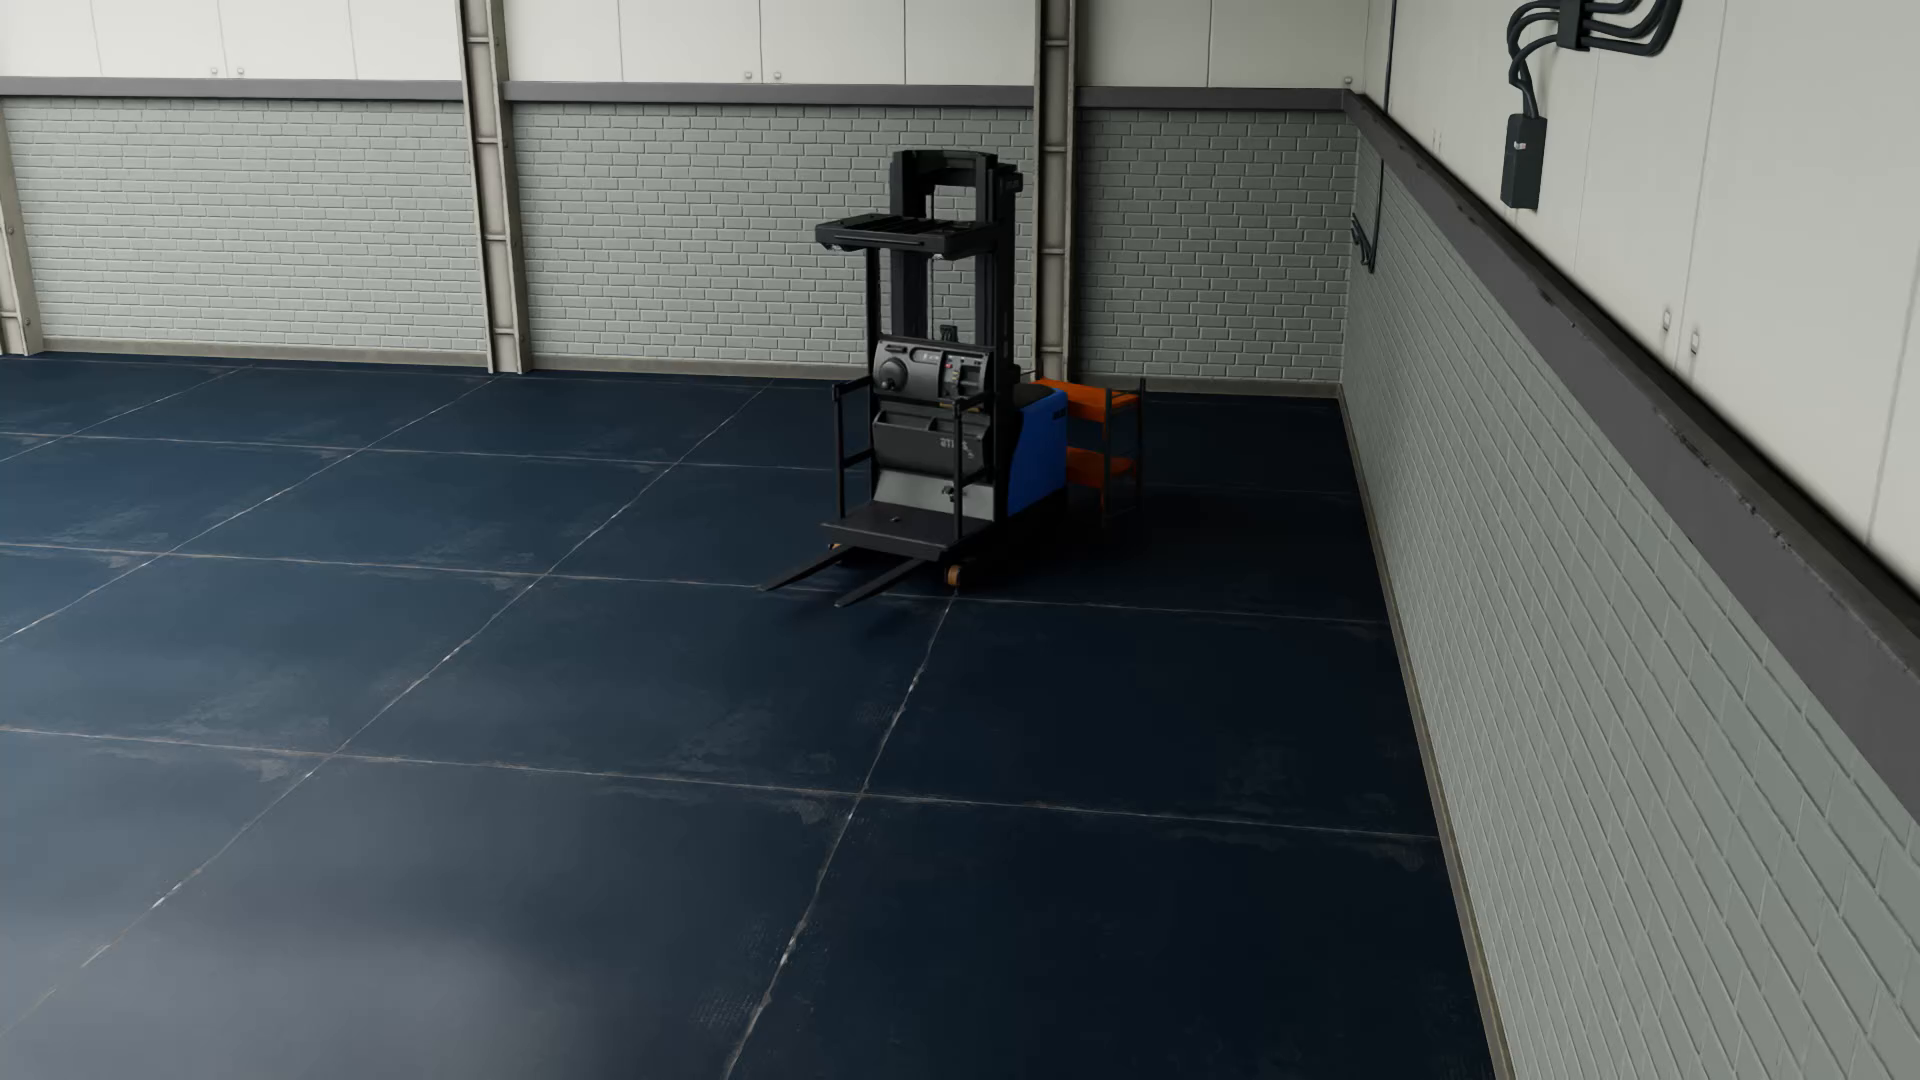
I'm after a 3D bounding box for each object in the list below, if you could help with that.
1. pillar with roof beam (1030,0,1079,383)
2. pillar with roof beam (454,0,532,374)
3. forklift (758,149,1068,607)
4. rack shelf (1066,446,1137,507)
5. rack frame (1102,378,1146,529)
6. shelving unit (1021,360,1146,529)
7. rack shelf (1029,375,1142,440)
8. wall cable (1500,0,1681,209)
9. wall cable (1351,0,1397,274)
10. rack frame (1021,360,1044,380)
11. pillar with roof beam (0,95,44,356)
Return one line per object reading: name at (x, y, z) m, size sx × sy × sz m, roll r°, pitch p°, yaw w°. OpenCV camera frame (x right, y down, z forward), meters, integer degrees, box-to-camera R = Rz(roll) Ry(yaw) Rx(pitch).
pillar with roof beam at (0.269, -4.494, 12.053) m, size 0.400 × 9.000 × 9.100 m, roll 3°, pitch 19°, yaw 9°
pillar with roof beam at (-5.655, -4.796, 12.956) m, size 0.400 × 9.000 × 9.100 m, roll 3°, pitch 19°, yaw 9°
forklift at (-0.313, -1.215, 11.815) m, size 1.130 × 2.935 × 3.031 m, roll 10°, pitch 21°, yaw 28°
rack shelf at (0.902, -0.555, 13.460) m, size 1.000 × 0.278 × 0.538 m, roll 15°, pitch 24°, yaw 38°
rack frame at (1.288, -0.682, 13.068) m, size 0.032 × 1.125 × 0.500 m, roll 15°, pitch 24°, yaw 38°
shelving unit at (0.902, -0.787, 13.382) m, size 1.048 × 1.125 × 0.538 m, roll 15°, pitch 24°, yaw 38°
rack shelf at (0.902, -1.064, 13.289) m, size 1.000 × 0.278 × 0.538 m, roll 15°, pitch 24°, yaw 38°
wall cable at (2.129, -3.920, 4.977) m, size 0.169 × 6.003 × 2.305 m, roll 3°, pitch 19°, yaw 9°
wall cable at (3.651, -3.808, 14.896) m, size 0.112 × 2.526 × 3.097 m, roll 3°, pitch 19°, yaw 9°
rack frame at (0.516, -0.892, 13.696) m, size 0.032 × 1.125 × 0.500 m, roll 15°, pitch 24°, yaw 38°
pillar with roof beam at (-11.579, -5.098, 13.858) m, size 0.400 × 9.000 × 9.100 m, roll 3°, pitch 19°, yaw 9°
